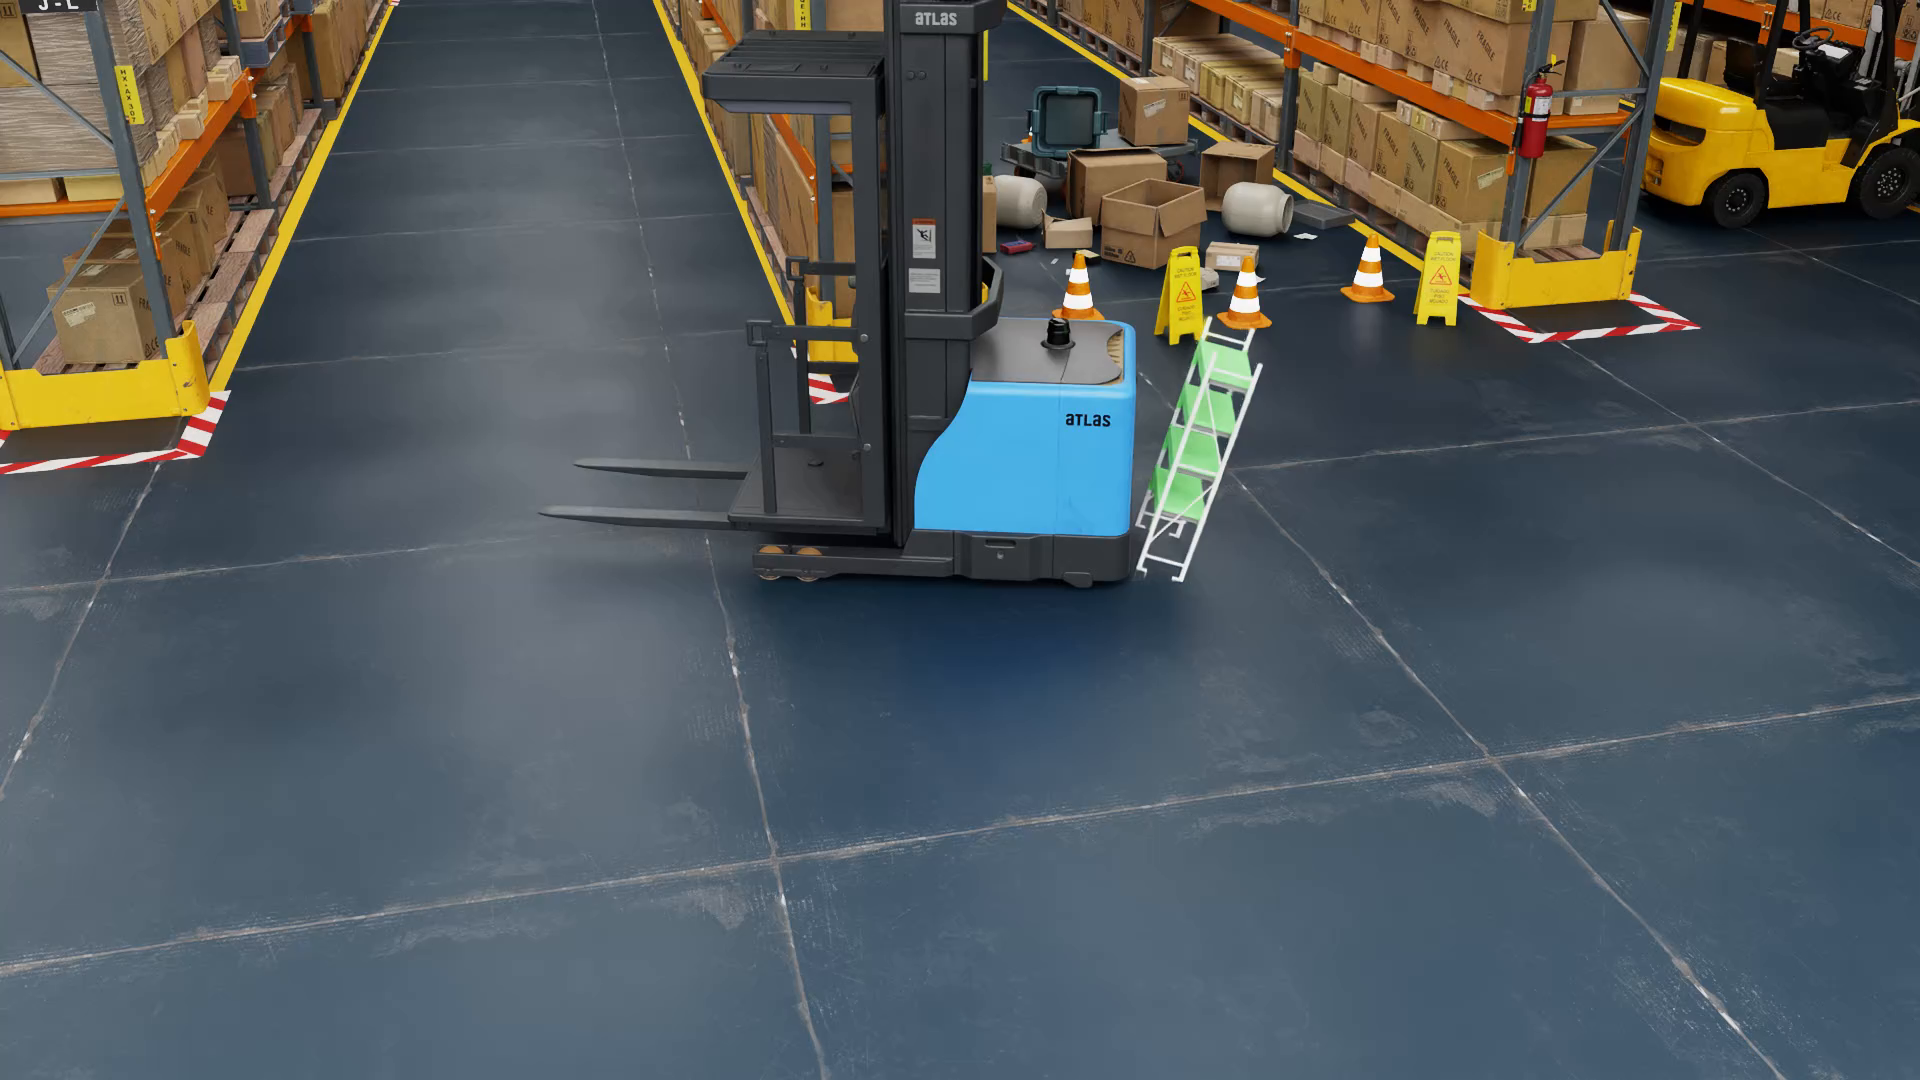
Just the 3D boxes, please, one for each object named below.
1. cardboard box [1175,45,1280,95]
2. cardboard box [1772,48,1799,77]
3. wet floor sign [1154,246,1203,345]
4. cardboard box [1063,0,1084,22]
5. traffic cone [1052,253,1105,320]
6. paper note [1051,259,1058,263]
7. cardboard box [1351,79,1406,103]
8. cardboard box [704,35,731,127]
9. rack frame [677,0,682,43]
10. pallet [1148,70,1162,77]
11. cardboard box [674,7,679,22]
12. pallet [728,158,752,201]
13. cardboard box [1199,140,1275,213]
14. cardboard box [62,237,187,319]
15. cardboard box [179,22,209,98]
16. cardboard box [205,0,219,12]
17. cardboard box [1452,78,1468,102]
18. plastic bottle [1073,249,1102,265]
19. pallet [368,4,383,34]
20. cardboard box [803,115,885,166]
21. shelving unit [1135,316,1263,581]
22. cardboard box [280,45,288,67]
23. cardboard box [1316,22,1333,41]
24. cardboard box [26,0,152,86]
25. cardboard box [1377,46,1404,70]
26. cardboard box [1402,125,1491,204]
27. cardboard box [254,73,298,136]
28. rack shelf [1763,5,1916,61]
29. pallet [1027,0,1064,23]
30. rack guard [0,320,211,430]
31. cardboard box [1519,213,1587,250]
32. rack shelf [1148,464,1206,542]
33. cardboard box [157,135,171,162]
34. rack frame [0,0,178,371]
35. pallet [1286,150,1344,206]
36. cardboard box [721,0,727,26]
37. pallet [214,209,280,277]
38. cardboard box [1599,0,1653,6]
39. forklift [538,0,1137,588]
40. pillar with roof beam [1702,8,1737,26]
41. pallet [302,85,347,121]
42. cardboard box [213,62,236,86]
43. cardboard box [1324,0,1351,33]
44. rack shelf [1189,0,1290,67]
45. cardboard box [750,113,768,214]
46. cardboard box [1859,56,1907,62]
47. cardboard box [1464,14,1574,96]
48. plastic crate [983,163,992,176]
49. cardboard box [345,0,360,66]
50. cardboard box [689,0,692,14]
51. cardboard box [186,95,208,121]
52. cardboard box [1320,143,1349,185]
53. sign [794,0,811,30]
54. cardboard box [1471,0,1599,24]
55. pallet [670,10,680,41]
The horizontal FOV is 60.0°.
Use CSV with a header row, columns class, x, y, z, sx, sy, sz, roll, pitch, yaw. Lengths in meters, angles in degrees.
class,x,y,z,sx,sy,sz,roll,pitch,yaw
cardboard box,2.871,-5.059,17.893,0.950,0.372,0.625,-6,27,-13
cardboard box,8.119,-4.528,15.868,0.500,0.250,0.500,-6,27,-12
wet floor sign,1.518,-1.695,11.391,0.267,0.644,0.232,-11,29,-20
cardboard box,1.895,-7.347,21.870,0.875,0.875,0.875,-5,27,-10
traffic cone,0.846,-1.802,11.807,0.336,0.463,0.334,-6,27,-12
paper note,0.746,-2.195,13.088,0.032,0.001,0.123,8,28,15
cardboard box,3.501,-3.754,13.892,0.380,0.149,0.250,-4,27,-9
cardboard box,-1.971,-4.593,16.551,1.050,0.750,0.750,-6,27,-11
rack frame,-3.122,-7.825,20.925,1.000,3.000,0.127,-6,27,-12
pallet,2.754,-5.028,18.478,1.003,0.211,1.213,-6,27,-12
cardboard box,-3.542,-6.878,21.745,0.380,0.149,0.250,-6,27,-11
pallet,-1.567,-3.400,15.251,1.003,0.211,1.213,-6,27,-12
cardboard box,2.396,-3.137,14.407,0.500,0.500,0.500,13,30,24
cardboard box,-5.565,-1.704,11.106,0.500,0.500,0.500,1,27,2
cardboard box,-5.844,-3.395,11.707,0.875,0.500,0.500,-6,27,-12
cardboard box,-5.691,-4.089,11.971,0.500,0.500,0.500,-6,27,-12
cardboard box,3.887,-3.349,12.336,0.380,0.149,0.250,-6,27,-12
plastic bottle,0.983,-2.240,13.120,0.133,0.061,0.283,-16,31,-29
pallet,-8.351,-7.000,22.384,1.003,0.211,1.213,-6,27,-12
cardboard box,-0.546,-2.783,10.767,0.875,0.550,0.550,-6,27,-12
shelving unit,1.170,-0.449,8.272,0.258,1.200,0.503,15,27,-2
cardboard box,-6.896,-4.734,16.254,0.500,0.250,0.500,-5,27,-9
cardboard box,3.347,-4.472,14.559,0.380,0.149,0.250,-5,27,-10
cardboard box,-5.131,-2.991,9.796,0.500,0.500,0.500,-6,27,-12
cardboard box,3.602,-3.907,13.441,0.380,0.149,0.250,-6,27,-12
cardboard box,3.827,-2.953,13.025,0.500,0.500,0.500,-5,27,-10
cardboard box,-6.768,-4.156,15.941,0.700,0.500,0.500,-8,28,-16
rack shelf,8.767,-4.167,14.475,1.077,0.370,4.000,-6,27,-12
pallet,1.583,-7.469,23.314,1.003,0.211,1.213,-6,27,-12
rack guard,-5.290,-1.015,10.207,1.175,0.500,0.348,-6,27,-12
cardboard box,4.470,-2.446,12.854,0.500,0.250,0.500,-6,27,-12
rack shelf,1.094,-0.190,8.410,0.258,0.148,0.480,15,27,-2
cardboard box,-5.261,-2.466,10.585,0.380,0.149,0.250,-6,27,-12
rack frame,-5.273,-2.098,9.578,1.000,3.000,0.127,-6,27,-12
pallet,3.666,-3.324,15.102,1.003,0.211,1.213,-6,27,-12
cardboard box,-1.925,-5.004,15.223,0.500,0.500,0.500,-6,27,-11
pallet,-5.989,-2.318,13.108,1.003,0.211,1.213,-6,27,-12
cardboard box,7.542,-5.974,19.427,0.875,0.625,0.625,-5,27,-10
forklift,-0.627,-1.335,8.141,3.031,2.935,1.130,2,27,5
pillar with roof beam,4.392,-8.882,16.361,9.100,9.000,0.400,-6,27,-12
pallet,-7.180,-4.719,17.865,1.003,0.211,1.213,-6,27,-12
cardboard box,-5.793,-3.567,12.766,0.380,0.149,0.250,-6,27,-12
cardboard box,3.444,-4.598,14.090,0.500,0.500,0.500,-6,27,-12
rack shelf,3.030,-5.417,16.952,1.077,0.370,4.000,-6,27,-12
cardboard box,-1.246,-3.269,13.790,0.875,0.875,0.875,-6,27,-11
cardboard box,8.744,-4.355,15.525,0.500,0.250,0.500,-6,27,-12
cardboard box,3.991,-3.492,11.898,0.500,0.500,0.500,-6,27,-13
plastic crate,-0.004,-3.140,14.700,0.450,0.188,0.662,-2,25,20
cardboard box,-7.611,-5.934,19.069,1.225,0.875,0.875,-7,28,-13
cardboard box,-2.854,-6.195,19.170,0.500,0.250,0.500,-5,27,-10
cardboard box,-5.516,-3.017,11.678,0.380,0.149,0.250,-6,27,-12
cardboard box,3.482,-3.301,14.546,0.500,0.250,0.500,-4,27,-9
sign,-0.950,-3.131,10.076,0.100,0.325,0.005,-6,27,-12
cardboard box,4.054,-3.930,11.657,0.700,0.500,0.500,-7,28,-13
pallet,-3.308,-6.872,22.130,1.003,0.211,1.213,-6,27,-12
